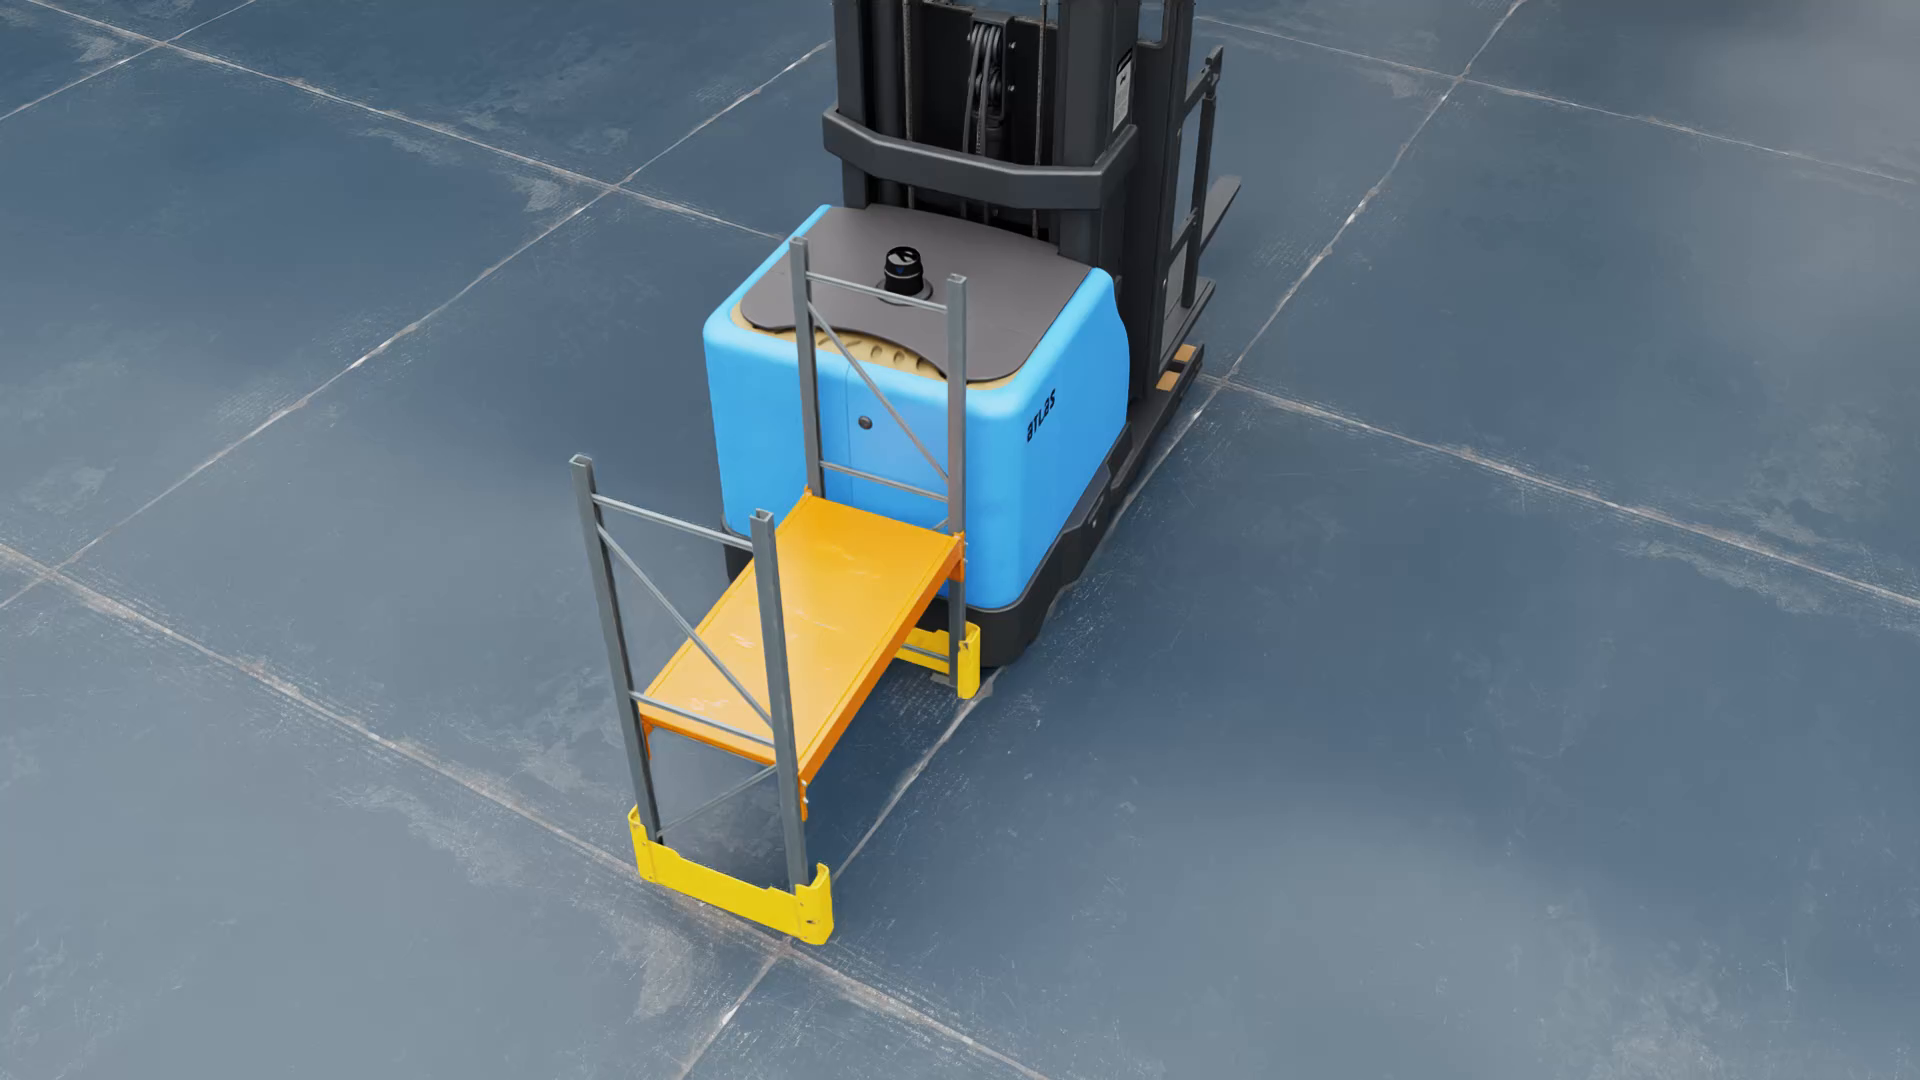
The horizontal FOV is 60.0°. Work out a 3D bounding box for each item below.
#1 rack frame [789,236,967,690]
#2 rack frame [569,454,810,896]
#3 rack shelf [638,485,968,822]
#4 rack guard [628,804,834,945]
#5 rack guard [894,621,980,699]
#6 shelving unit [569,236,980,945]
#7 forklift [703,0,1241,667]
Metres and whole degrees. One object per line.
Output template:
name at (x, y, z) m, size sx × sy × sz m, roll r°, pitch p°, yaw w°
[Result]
rack frame at (-0.217, -0.166, 4.803) m, size 0.500 × 1.500 × 0.032 m, roll 16°, pitch 44°, yaw 18°
rack frame at (-0.632, 0.448, 4.107) m, size 0.500 × 1.500 × 0.032 m, roll 16°, pitch 44°, yaw 18°
rack shelf at (-0.425, 0.276, 4.574) m, size 0.538 × 0.185 × 1.000 m, roll 16°, pitch 44°, yaw 18°
rack guard at (-0.624, 0.905, 4.533) m, size 0.587 × 0.250 × 0.087 m, roll 16°, pitch 44°, yaw 18°
rack guard at (-0.218, 0.304, 5.216) m, size 0.587 × 0.250 × 0.087 m, roll 16°, pitch 44°, yaw 18°
shelving unit at (-0.421, 0.136, 4.461) m, size 0.587 × 1.500 × 1.083 m, roll 16°, pitch 44°, yaw 18°
forklift at (0.290, -1.681, 5.441) m, size 1.130 × 2.935 × 3.031 m, roll 16°, pitch 44°, yaw 18°
